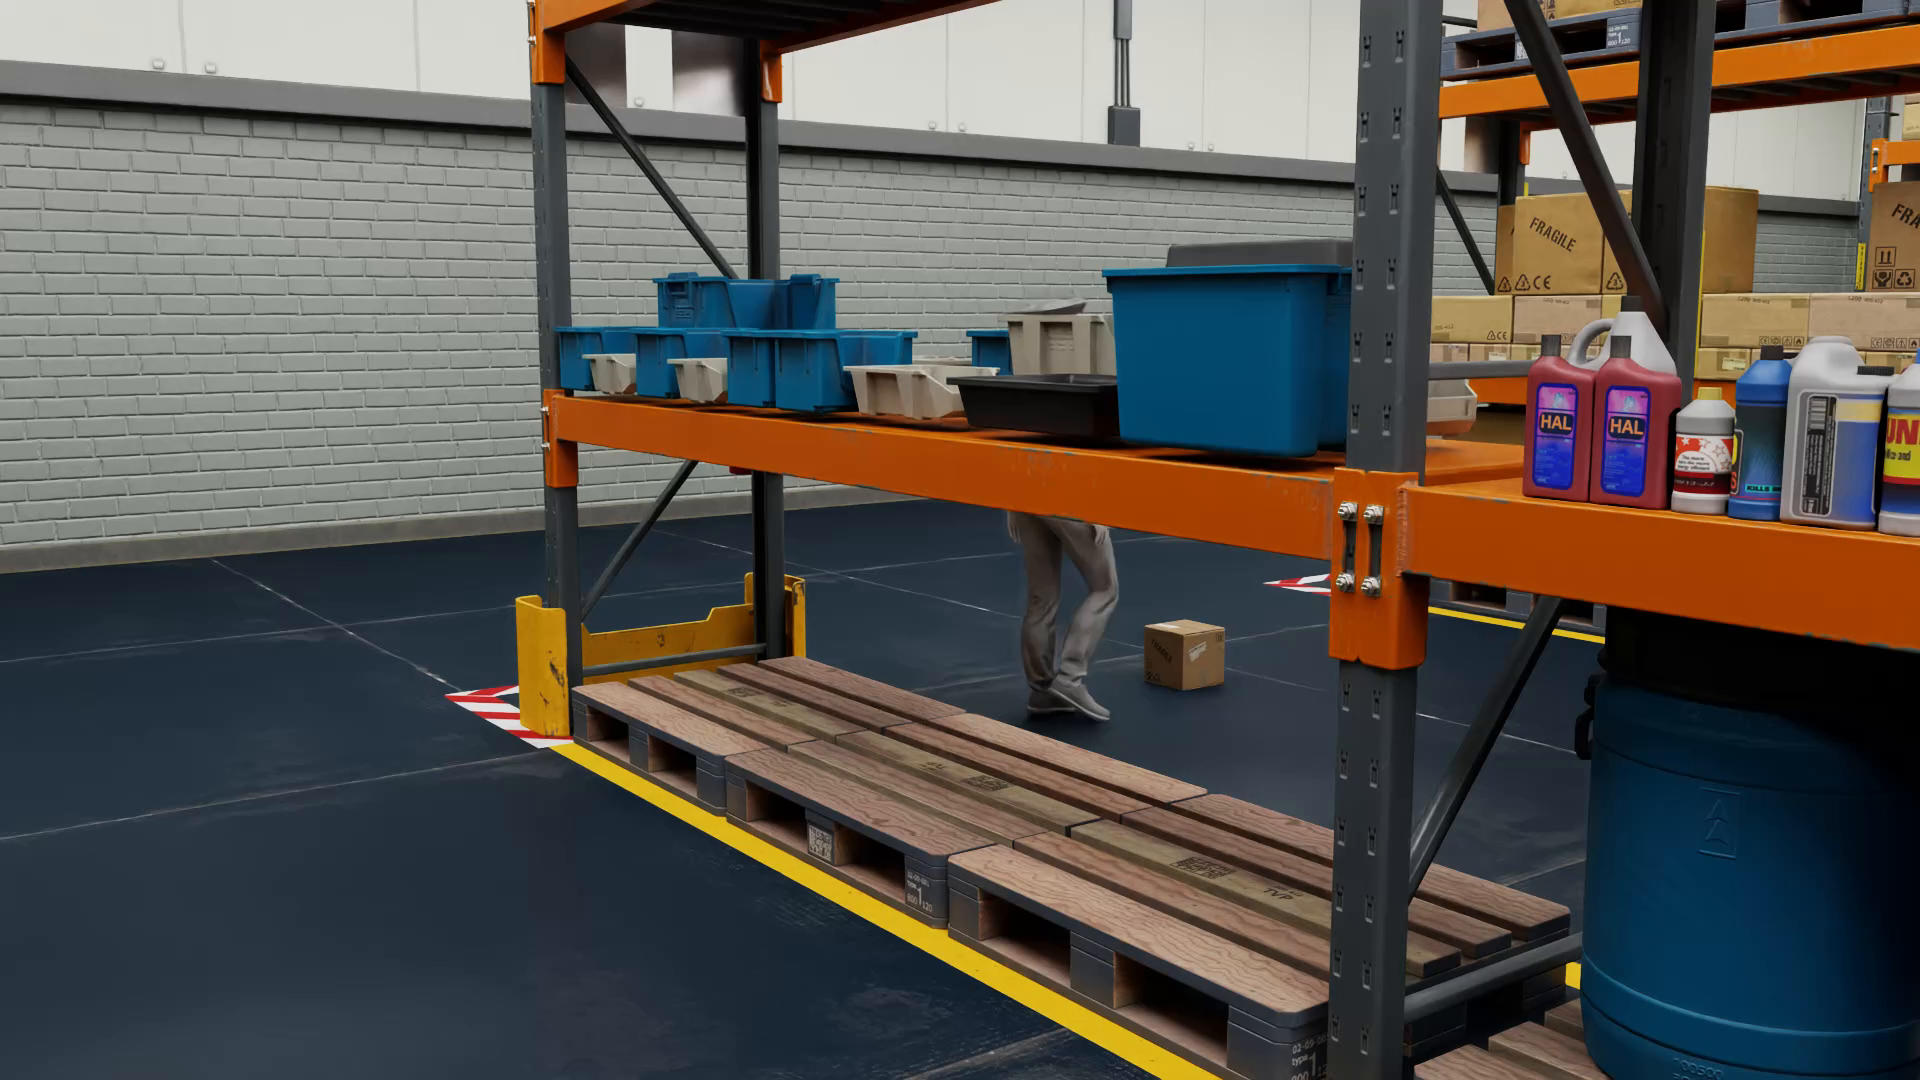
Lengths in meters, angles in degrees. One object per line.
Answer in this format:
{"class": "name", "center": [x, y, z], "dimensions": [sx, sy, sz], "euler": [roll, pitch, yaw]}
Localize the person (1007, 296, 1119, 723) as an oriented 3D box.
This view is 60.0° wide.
{"class": "person", "center": [0.407, -0.123, 6.657], "dimensions": [0.375, 1.689, 0.505], "euler": [-6, 10, -39]}
